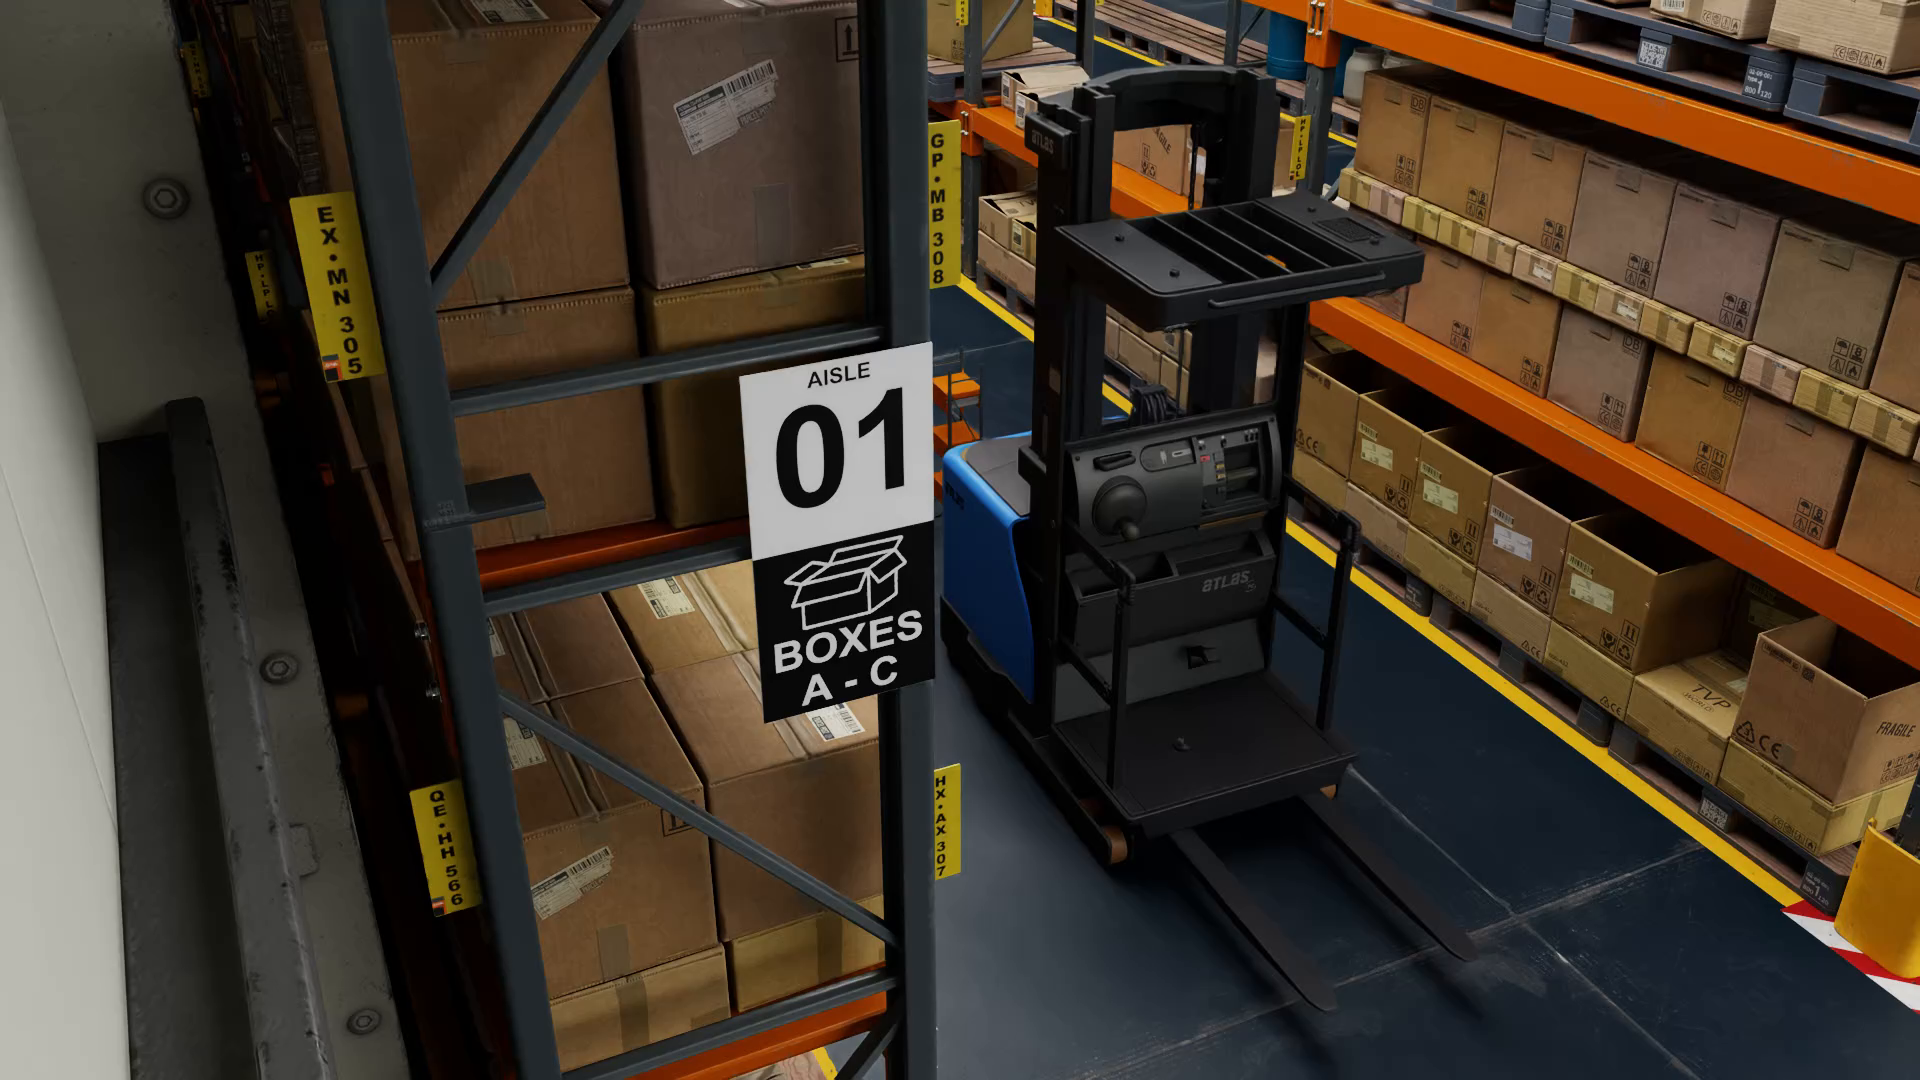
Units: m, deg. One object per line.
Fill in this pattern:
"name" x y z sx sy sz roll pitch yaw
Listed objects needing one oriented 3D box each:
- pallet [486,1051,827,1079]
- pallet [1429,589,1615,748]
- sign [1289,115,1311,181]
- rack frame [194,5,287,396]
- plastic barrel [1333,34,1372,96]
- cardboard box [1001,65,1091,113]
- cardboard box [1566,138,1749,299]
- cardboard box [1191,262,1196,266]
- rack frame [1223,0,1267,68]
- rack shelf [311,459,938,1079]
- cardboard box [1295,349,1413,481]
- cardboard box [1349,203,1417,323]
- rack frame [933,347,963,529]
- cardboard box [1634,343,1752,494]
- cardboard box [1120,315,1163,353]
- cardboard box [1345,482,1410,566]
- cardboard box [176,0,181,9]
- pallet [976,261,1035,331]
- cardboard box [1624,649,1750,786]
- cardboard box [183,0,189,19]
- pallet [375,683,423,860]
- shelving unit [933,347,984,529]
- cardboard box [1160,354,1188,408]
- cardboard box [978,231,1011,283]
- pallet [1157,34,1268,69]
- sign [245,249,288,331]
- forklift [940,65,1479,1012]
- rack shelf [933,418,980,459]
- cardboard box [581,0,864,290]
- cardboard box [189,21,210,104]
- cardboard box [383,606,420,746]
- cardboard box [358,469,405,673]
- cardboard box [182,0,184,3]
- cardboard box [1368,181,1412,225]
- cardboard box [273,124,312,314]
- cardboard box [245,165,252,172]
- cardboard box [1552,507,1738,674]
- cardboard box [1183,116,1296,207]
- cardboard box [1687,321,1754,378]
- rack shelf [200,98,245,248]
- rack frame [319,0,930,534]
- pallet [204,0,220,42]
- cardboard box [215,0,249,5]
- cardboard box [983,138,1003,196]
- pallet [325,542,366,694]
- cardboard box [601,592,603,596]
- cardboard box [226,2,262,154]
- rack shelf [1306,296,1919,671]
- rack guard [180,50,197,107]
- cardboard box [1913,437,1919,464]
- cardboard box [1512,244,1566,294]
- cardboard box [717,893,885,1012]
"pallet" -0.884 1.980 5.334 1.003 0.211 1.213 -13 32 -22
"pallet" 3.052 0.471 8.025 1.003 0.211 1.213 -13 32 -22
"sign" 1.735 -1.997 8.473 0.100 0.325 0.005 -13 32 -22
"rack frame" -3.969 -2.370 10.241 1.000 3.000 0.127 -13 32 -22
"plastic barrel" 3.784 -4.928 16.519 0.600 0.901 0.708 -13 32 -22
"cardboard box" 0.620 -3.203 11.817 0.500 0.311 0.500 -11 31 -19
"cardboard box" 3.064 -1.394 7.073 0.700 0.500 0.500 -13 32 -22
"cardboard box" 1.607 -1.787 11.010 0.500 0.311 0.500 -12 32 -21
"rack frame" 3.262 -6.217 17.101 1.000 3.000 0.127 -13 32 -22
"rack shelf" -1.393 0.594 5.690 1.077 0.370 4.000 -13 32 -22
"cardboard box" 2.137 -0.685 8.851 0.500 0.500 0.500 -13 32 -22
"cardboard box" 2.417 -1.494 8.576 0.700 0.500 0.500 -14 32 -23
"rack frame" -0.075 -0.535 8.963 0.200 1.050 0.008 -13 32 -22
"cardboard box" 3.312 -0.582 6.950 0.700 0.500 0.500 -13 32 -22
"cardboard box" 1.347 -1.441 10.393 0.500 0.311 0.500 -13 32 -22
"cardboard box" 2.356 -0.138 8.643 0.500 0.250 0.500 -13 32 -22
"cardboard box" -6.534 -5.154 14.898 0.980 0.700 0.700 -15 32 -24
"pallet" 0.822 -1.824 12.117 1.003 0.211 1.213 -13 32 -22
"cardboard box" 3.216 0.745 7.067 0.500 0.250 0.500 -13 32 -22
"cardboard box" -5.053 -3.707 11.431 0.500 0.250 0.500 -14 32 -23
"pallet" -1.931 0.903 7.256 1.003 0.211 1.213 -13 32 -22
"shelving unit" -0.023 -0.482 8.867 0.215 1.050 0.252 -13 32 -22
"cardboard box" 1.566 -0.975 10.135 0.500 0.250 0.500 -14 32 -23
"cardboard box" 0.463 -2.102 12.146 0.500 0.250 0.500 -13 32 -22
"pallet" 2.911 -5.317 18.348 1.003 0.211 1.213 -13 32 -22
"sign" -2.751 -0.990 6.596 0.100 0.325 0.005 -13 32 -22
"forklift" 0.955 -0.203 6.447 1.130 2.935 3.031 -12 31 -20
"rack shelf" -0.023 -0.472 8.872 0.215 0.259 0.240 -13 32 -22
"cardboard box" -0.480 -0.854 3.325 0.500 0.500 0.500 -16 33 -25
"cardboard box" -5.060 -3.381 11.618 0.500 0.500 0.500 -12 31 -21
"cardboard box" -1.582 0.384 5.463 0.500 0.250 0.500 -13 32 -21
"cardboard box" -1.578 0.056 5.281 0.500 0.500 0.500 -13 32 -21
"cardboard box" -5.273 -3.938 11.844 0.500 0.250 0.500 -14 32 -24
"cardboard box" 2.269 -1.701 8.283 0.380 0.149 0.250 -13 32 -21
"cardboard box" -1.386 -0.770 4.198 0.500 0.500 0.500 -15 32 -24
"cardboard box" -4.340 -2.359 10.458 0.380 0.149 0.250 -13 32 -21
"cardboard box" 2.997 0.198 7.276 0.500 0.500 0.500 -13 32 -22
"cardboard box" 1.680 -2.264 9.949 0.500 0.500 0.500 -11 31 -18
"cardboard box" 3.159 -0.789 6.656 0.380 0.149 0.250 -12 31 -20
"rack shelf" -4.827 -2.940 11.992 1.077 0.370 4.000 -13 32 -22
"rack frame" -0.534 -1.453 2.471 1.000 3.000 0.127 -13 32 -22
"pallet" -2.868 -2.582 7.744 1.213 0.211 1.003 -13 32 -22
"cardboard box" -2.299 -2.123 5.589 0.500 0.500 0.500 -12 32 -21
"cardboard box" 0.337 -3.004 13.478 0.500 0.500 0.500 -14 32 -24
"pallet" -2.587 0.270 8.384 1.003 0.211 1.213 -13 32 -22
"cardboard box" -0.887 0.170 5.078 0.500 0.500 0.500 -14 32 -24
"cardboard box" -2.269 -1.694 5.846 0.500 0.500 0.500 -12 31 -20
"rack shelf" 3.080 -0.447 7.548 1.077 0.370 4.000 -13 32 -22
"rack guard" -7.413 -4.824 17.173 1.175 0.500 0.348 -13 32 -22
"cardboard box" 3.602 -0.333 5.843 0.380 0.149 0.250 -14 32 -23
"cardboard box" 2.718 -1.243 7.467 0.380 0.149 0.250 -14 32 -23
"cardboard box" -0.457 0.938 4.474 0.500 0.250 0.500 -14 32 -23
